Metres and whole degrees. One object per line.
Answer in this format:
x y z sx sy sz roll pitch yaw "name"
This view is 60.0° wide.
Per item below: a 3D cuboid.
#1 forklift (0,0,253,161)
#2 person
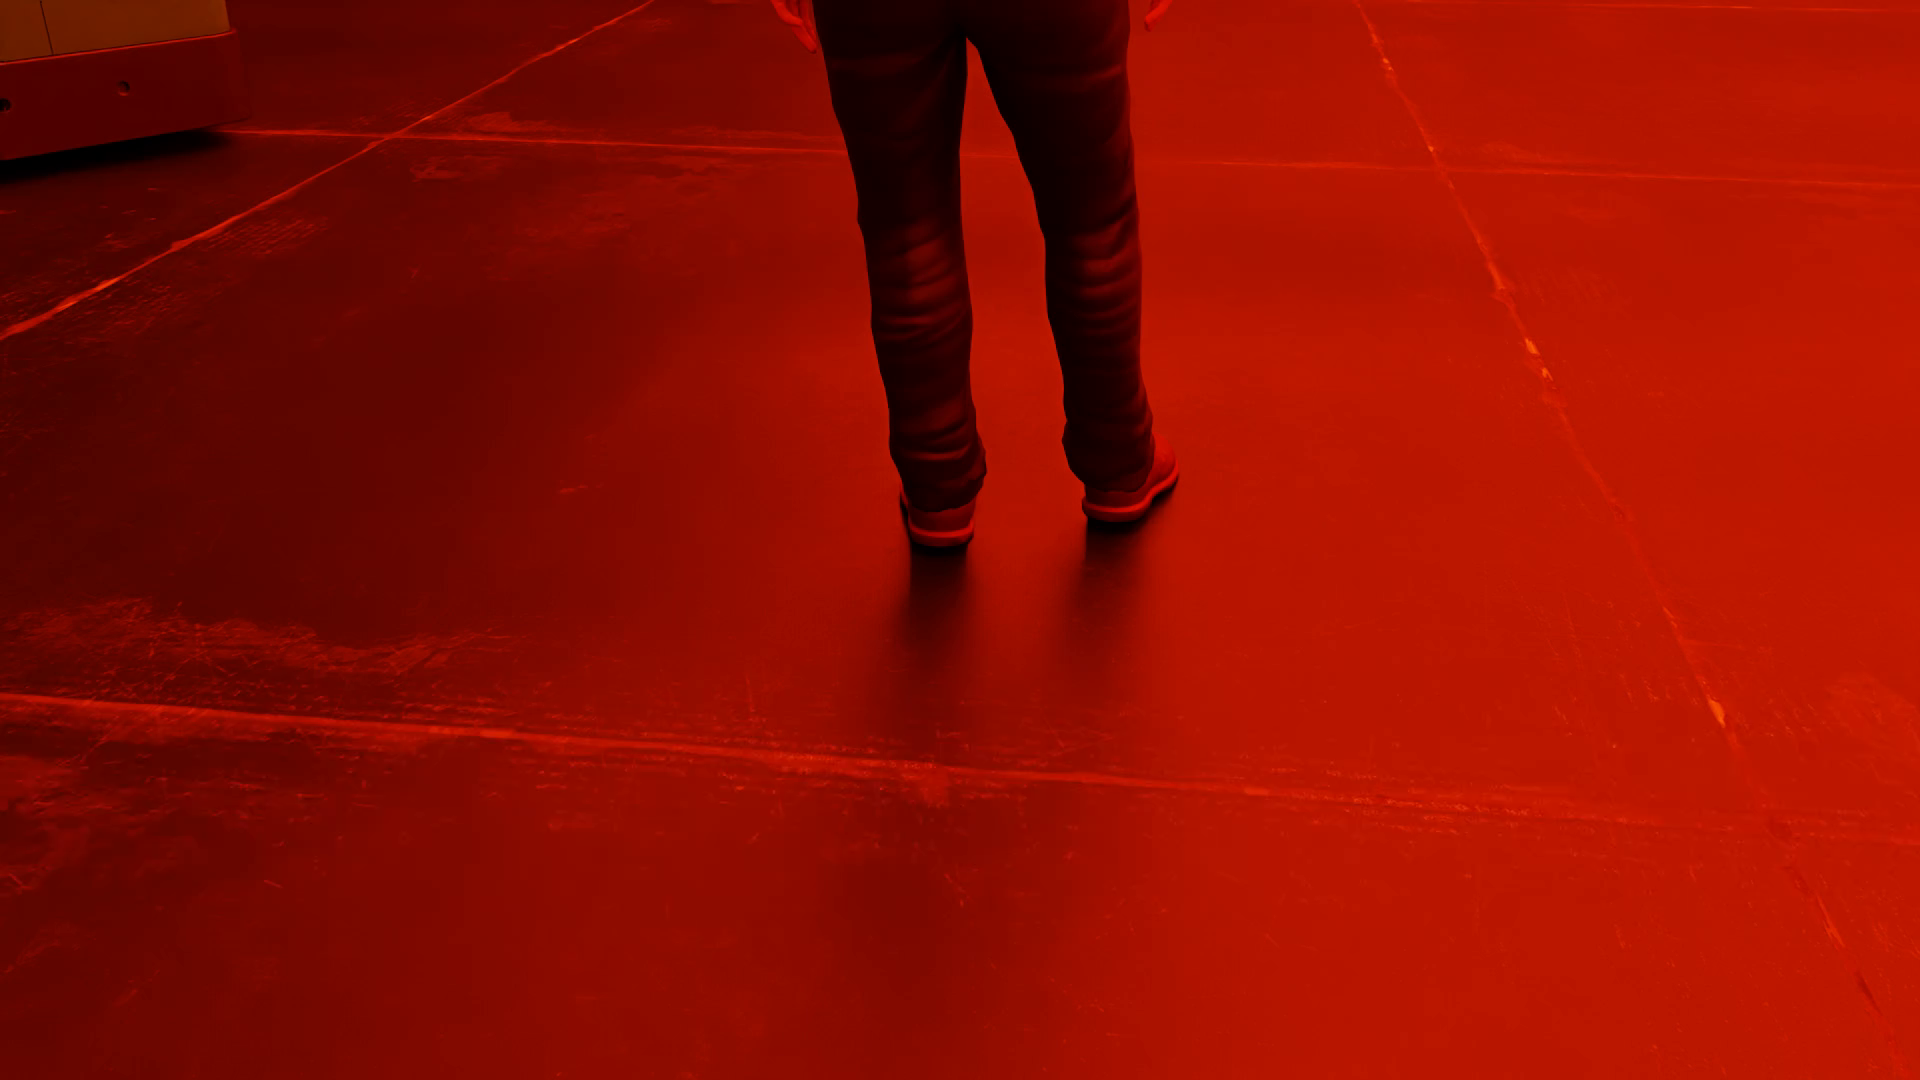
-3.449 -2.753 4.735 3.031 2.935 1.130 23 34 38 "forklift"
0.035 -0.783 2.205 0.598 1.651 0.503 3 27 7 "person"
